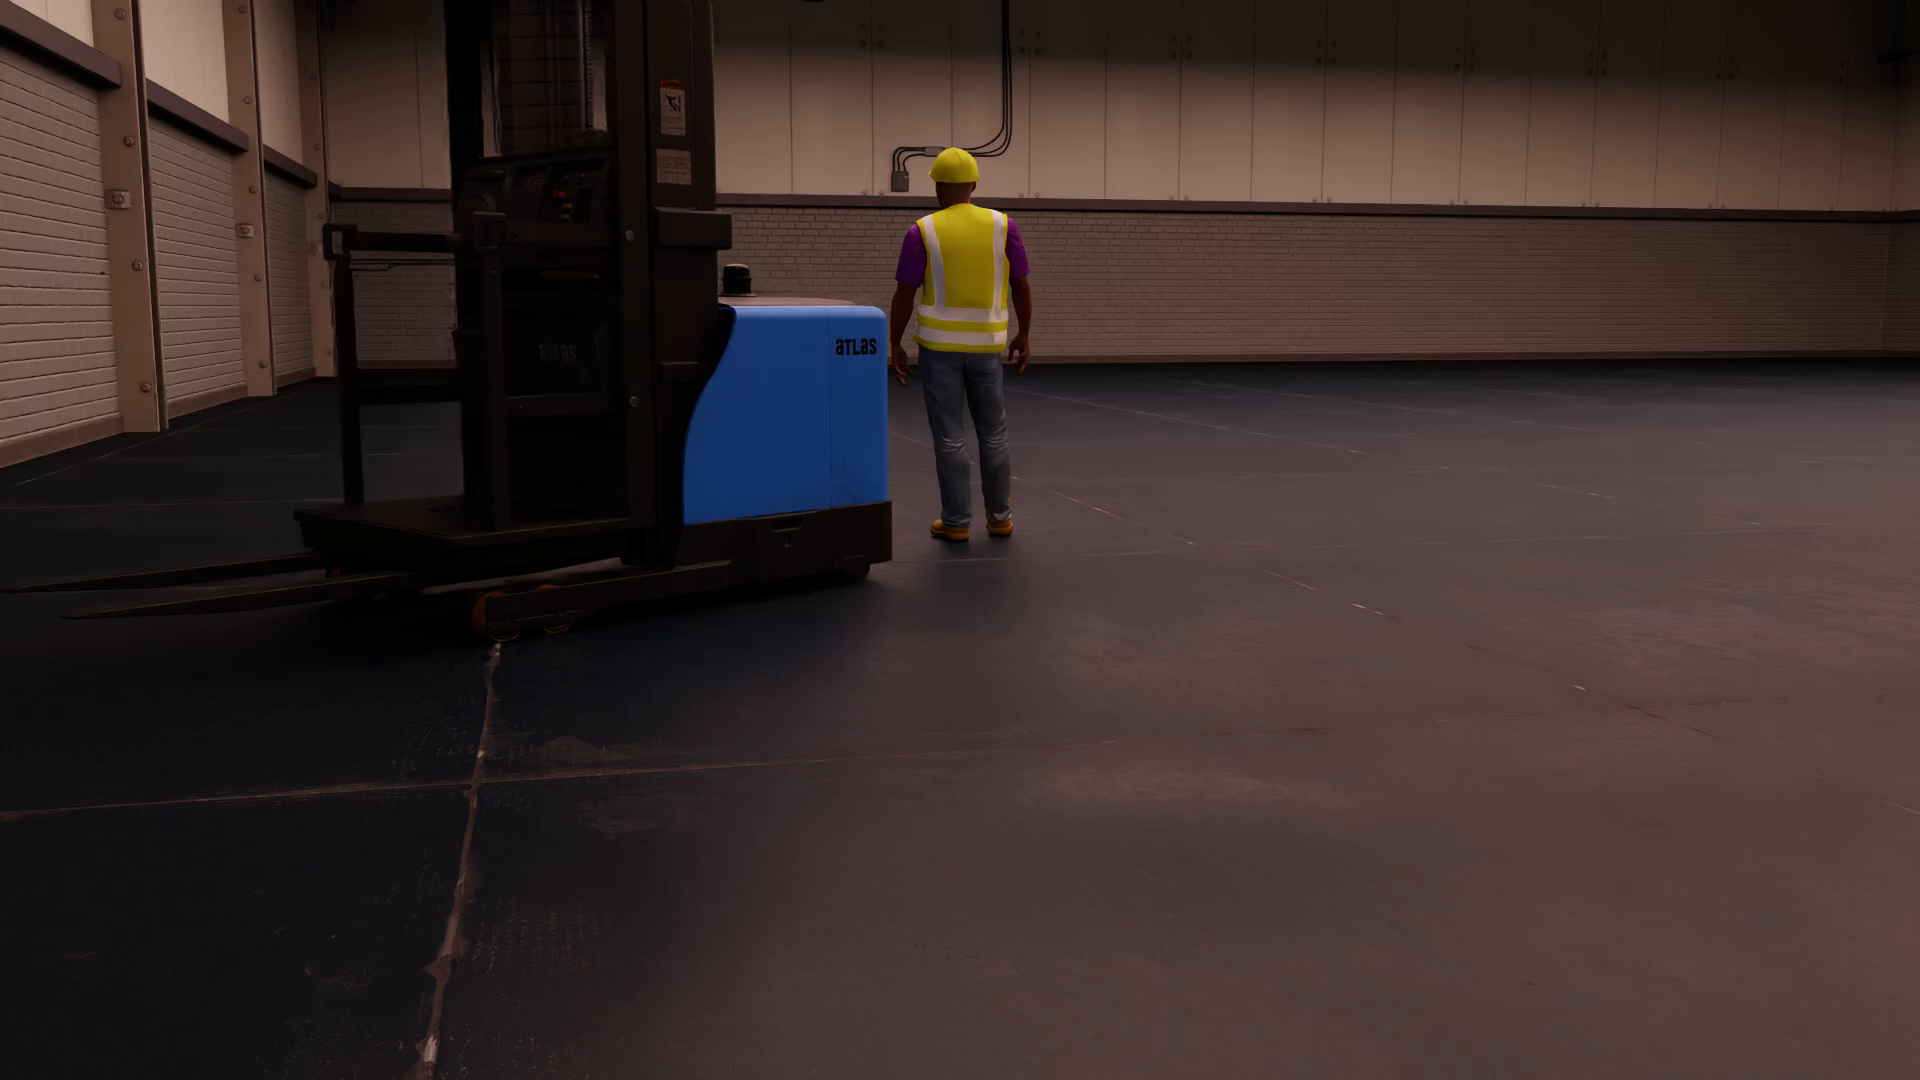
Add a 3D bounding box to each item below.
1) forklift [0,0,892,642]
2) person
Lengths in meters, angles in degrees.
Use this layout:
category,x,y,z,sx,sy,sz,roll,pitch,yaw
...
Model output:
category,x,y,z,sx,sy,sz,roll,pitch,yaw
forklift,-1.653,-1.201,5.718,1.130,2.935,3.031,8,11,43
person,-0.012,-0.891,7.653,0.665,1.769,0.574,-2,8,-13
